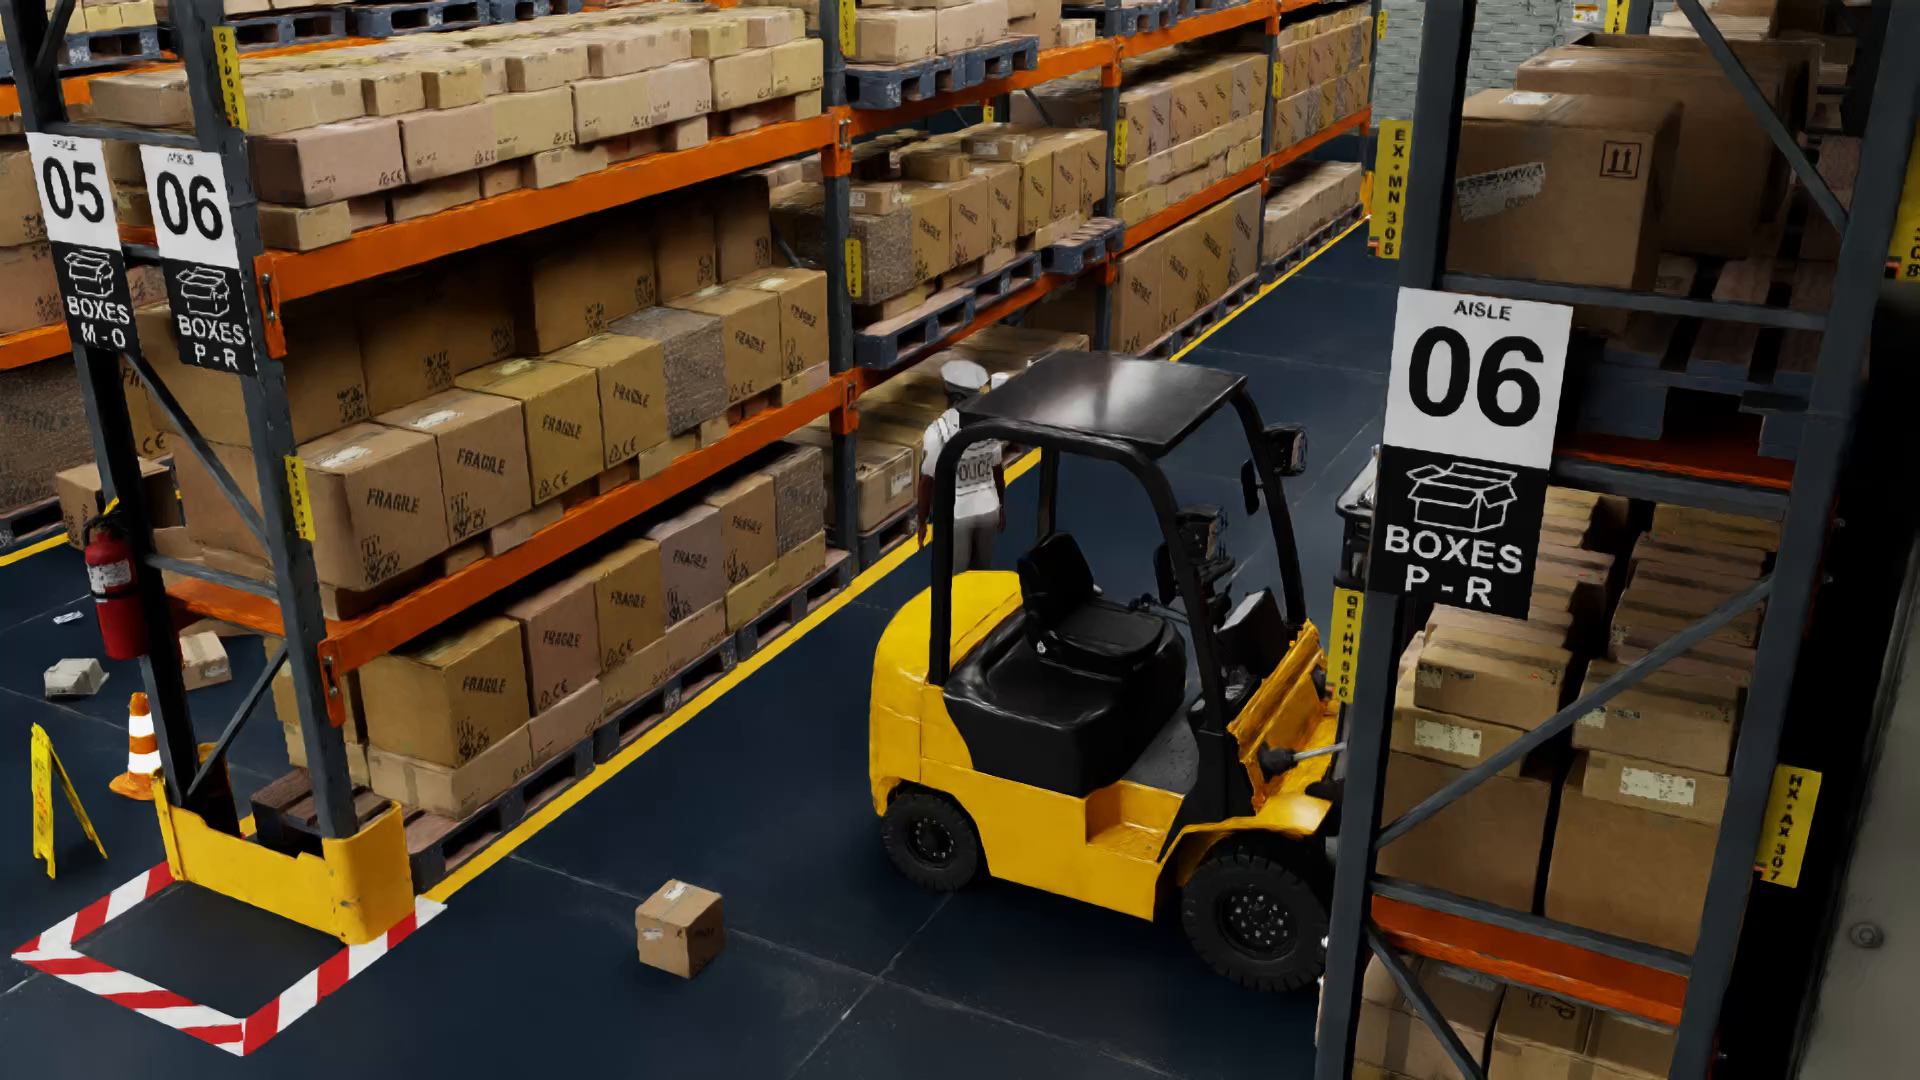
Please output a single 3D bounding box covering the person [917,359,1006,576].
[{"bbox_3d":[-0.004,-0.133,8.837,0.560,1.672,0.539,-14,27,-30],"label":"person"}]
